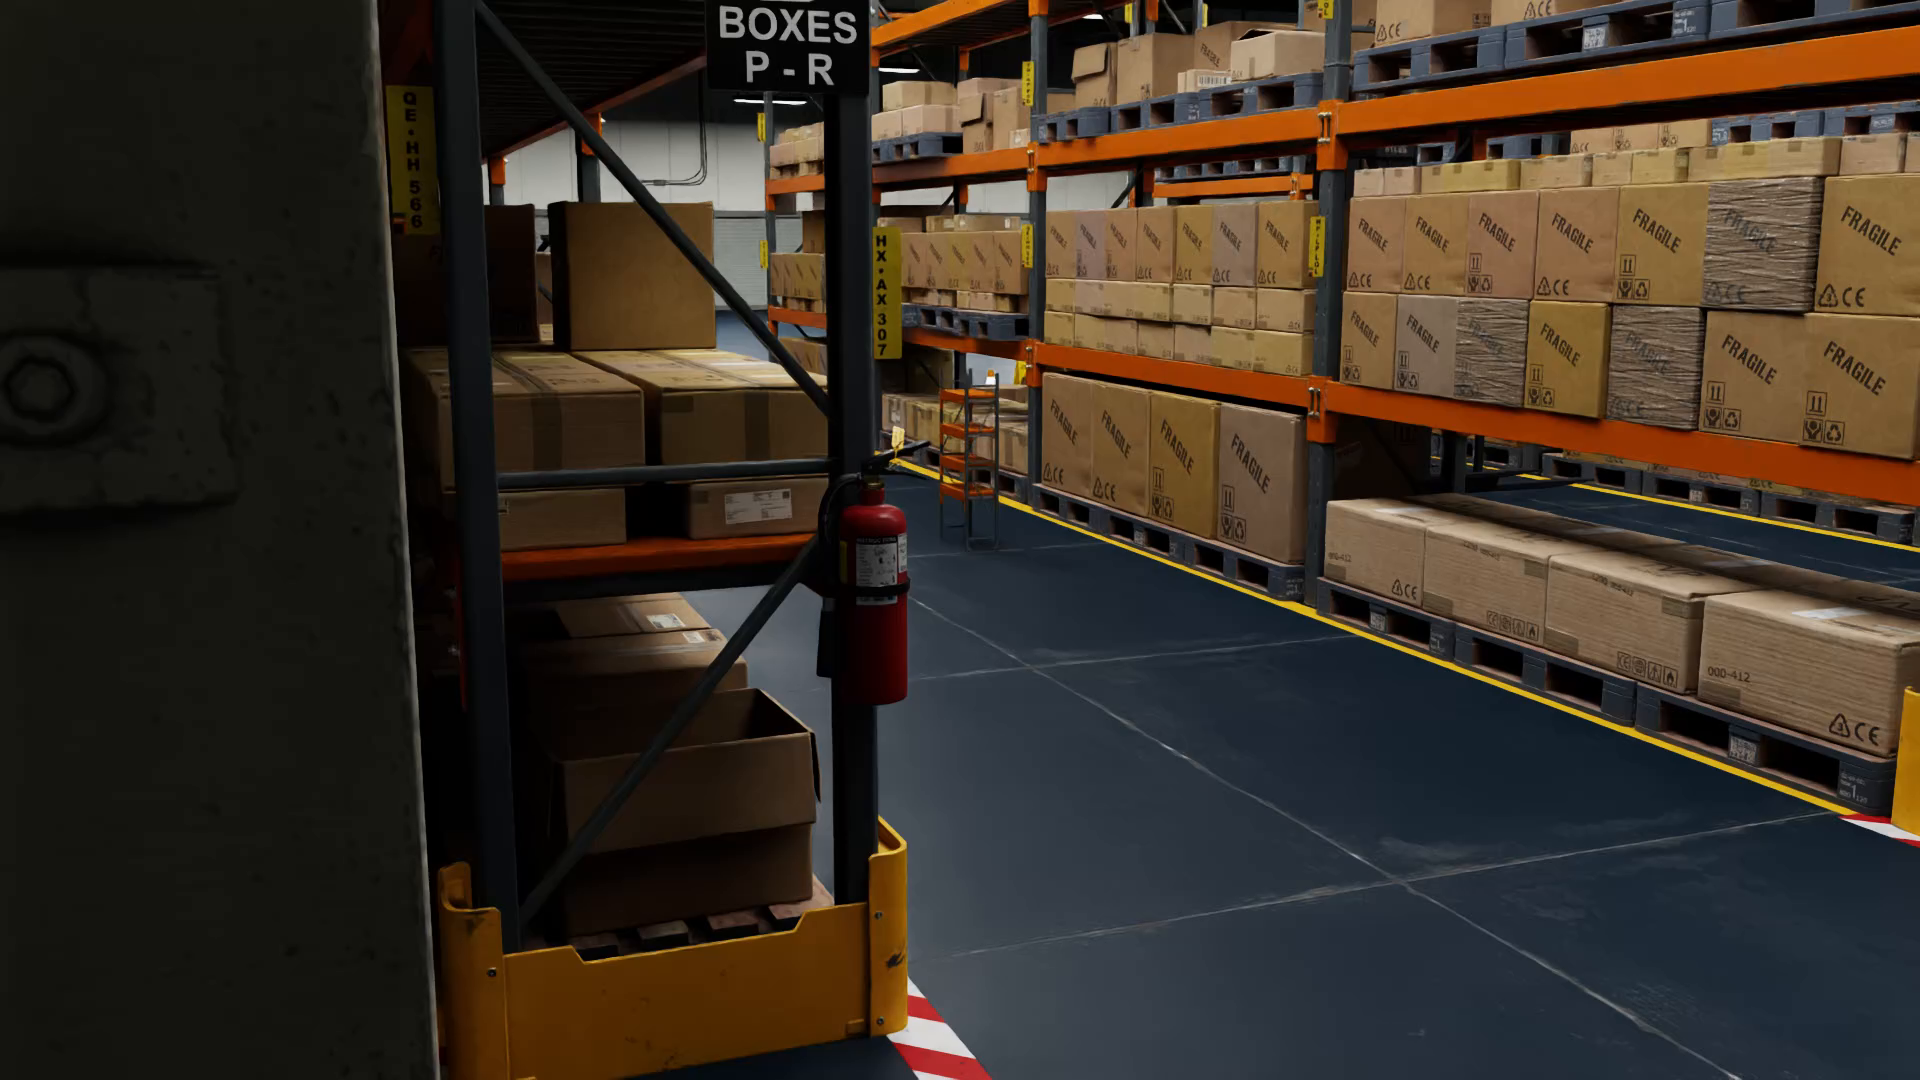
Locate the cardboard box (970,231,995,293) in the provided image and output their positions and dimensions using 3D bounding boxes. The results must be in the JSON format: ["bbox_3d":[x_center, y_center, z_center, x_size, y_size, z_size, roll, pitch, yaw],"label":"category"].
[{"bbox_3d":[0.405,-2.319,13.866,0.500,0.500,0.500,-4,11,-22],"label":"cardboard box"}]

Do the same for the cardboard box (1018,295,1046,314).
[{"bbox_3d":[0.688,-1.898,13.351,0.380,0.149,0.250,-3,11,-19],"label":"cardboard box"}]

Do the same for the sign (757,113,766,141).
[{"bbox_3d":[-2.379,-4.955,19.957,0.100,0.325,0.005,-4,11,-21],"label":"sign"}]

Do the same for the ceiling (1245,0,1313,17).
[{"bbox_3d":[12.476,-15.820,49.271,6.000,0.001,6.000,-4,11,-21],"label":"ceiling"}]

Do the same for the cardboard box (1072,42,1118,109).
[{"bbox_3d":[1.303,-3.459,12.548,0.797,0.503,0.637,-5,11,-24],"label":"cardboard box"}]

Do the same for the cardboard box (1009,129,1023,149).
[{"bbox_3d":[0.619,-3.208,13.348,0.380,0.149,0.250,-4,11,-21],"label":"cardboard box"}]

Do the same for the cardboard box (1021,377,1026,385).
[{"bbox_3d":[1.123,-1.727,20.000,0.637,0.503,0.797,5,11,28],"label":"cardboard box"}]

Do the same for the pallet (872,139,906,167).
[{"bbox_3d":[-0.299,-3.706,15.969,1.213,0.211,1.003,-4,11,-21],"label":"pallet"}]

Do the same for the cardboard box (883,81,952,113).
[{"bbox_3d":[-0.395,-4.084,15.356,0.500,0.250,0.500,-4,11,-22],"label":"cardboard box"}]

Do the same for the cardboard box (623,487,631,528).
[{"bbox_3d":[-1.105,-0.114,4.519,0.380,0.149,0.250,-4,11,-19],"label":"cardboard box"}]

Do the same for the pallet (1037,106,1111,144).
[{"bbox_3d":[1.309,-3.059,12.331,1.213,0.211,1.003,-3,11,-18],"label":"pallet"}]

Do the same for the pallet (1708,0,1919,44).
[{"bbox_3d":[3.647,-2.024,6.230,1.003,0.211,1.213,-4,11,-21],"label":"pallet"}]

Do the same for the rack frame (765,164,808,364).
[{"bbox_3d":[-1.873,-3.082,20.490,1.000,3.000,0.127,-4,11,-21],"label":"rack frame"}]

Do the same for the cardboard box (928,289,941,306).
[{"bbox_3d":[-0.071,-2.188,14.979,0.380,0.149,0.250,-3,11,-19],"label":"cardboard box"}]

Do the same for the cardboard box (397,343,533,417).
[{"bbox_3d":[-1.848,-0.617,6.209,0.500,0.250,0.500,-4,11,-20],"label":"cardboard box"}]

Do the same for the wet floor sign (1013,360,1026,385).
[{"bbox_3d":[0.848,-2.133,21.875,0.267,0.644,0.232,-6,12,-31],"label":"wet floor sign"}]

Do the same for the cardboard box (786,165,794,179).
[{"bbox_3d":[-1.813,-4.278,19.365,0.380,0.149,0.250,-4,11,-19],"label":"cardboard box"}]

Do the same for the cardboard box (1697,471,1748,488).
[{"bbox_3d":[6.182,-0.703,13.052,0.500,0.500,0.500,-4,11,-22],"label":"cardboard box"}]

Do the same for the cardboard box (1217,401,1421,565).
[{"bbox_3d":[2.176,-0.381,10.168,0.875,0.875,0.875,-4,11,-19],"label":"cardboard box"}]

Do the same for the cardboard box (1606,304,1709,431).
[{"bbox_3d":[3.140,-0.748,7.082,0.500,0.500,0.500,-4,11,-19],"label":"cardboard box"}]

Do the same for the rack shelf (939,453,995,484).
[{"bbox_3d":[0.060,-0.497,11.481,0.258,0.148,0.480,-4,11,-21],"label":"rack shelf"}]

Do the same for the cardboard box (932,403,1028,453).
[{"bbox_3d":[0.286,-1.027,15.237,0.950,0.372,0.625,-4,11,-19],"label":"cardboard box"}]

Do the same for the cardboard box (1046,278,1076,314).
[{"bbox_3d":[0.980,-1.851,12.565,0.500,0.250,0.500,-4,11,-21],"label":"cardboard box"}]

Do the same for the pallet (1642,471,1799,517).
[{"bbox_3d":[6.323,-0.408,13.417,1.003,0.211,1.213,-4,11,-21],"label":"pallet"}]

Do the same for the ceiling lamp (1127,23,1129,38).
[{"bbox_3d":[4.639,-12.421,39.192,2.000,3.185,0.800,-4,11,-21],"label":"ceiling lamp"}]

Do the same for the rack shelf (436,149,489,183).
[{"bbox_3d":[-4.324,-2.910,13.010,1.077,0.370,4.000,-4,11,-21],"label":"rack shelf"}]

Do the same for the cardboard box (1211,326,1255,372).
[{"bbox_3d":[1.895,-1.190,10.281,0.500,0.250,0.500,-4,11,-22],"label":"cardboard box"}]

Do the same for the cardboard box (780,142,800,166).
[{"bbox_3d":[-1.765,-4.450,19.192,0.500,0.250,0.500,-4,11,-22],"label":"cardboard box"}]

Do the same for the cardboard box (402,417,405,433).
[{"bbox_3d":[-2.104,-0.529,6.850,0.380,0.149,0.250,-4,11,-20],"label":"cardboard box"}]

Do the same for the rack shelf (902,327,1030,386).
[{"bbox_3d":[0.301,-1.749,15.047,1.077,0.370,4.000,-4,11,-21],"label":"rack shelf"}]

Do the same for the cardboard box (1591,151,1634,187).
[{"bbox_3d":[3.017,-1.626,7.312,0.380,0.149,0.250,-4,11,-19],"label":"cardboard box"}]

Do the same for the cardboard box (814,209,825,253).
[{"bbox_3d":[-1.308,-3.618,19.510,0.700,0.500,0.500,-4,11,-20],"label":"cardboard box"}]

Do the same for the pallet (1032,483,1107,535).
[{"bbox_3d":[1.242,-0.270,12.643,1.003,0.211,1.213,-4,11,-21],"label":"pallet"}]

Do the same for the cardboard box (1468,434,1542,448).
[{"bbox_3d":[5.466,-1.312,15.759,1.050,0.750,0.750,-4,11,-22],"label":"cardboard box"}]

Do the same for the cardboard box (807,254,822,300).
[{"bbox_3d":[-1.391,-2.933,18.517,0.500,0.500,0.500,-4,11,-22],"label":"cardboard box"}]

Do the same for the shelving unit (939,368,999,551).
[{"bbox_3d":[0.060,-0.564,11.469,0.258,1.200,0.503,-4,11,-21],"label":"shelving unit"}]

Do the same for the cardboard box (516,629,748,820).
[{"bbox_3d":[-1.107,0.621,5.609,0.700,0.500,0.500,-3,11,-19],"label":"cardboard box"}]

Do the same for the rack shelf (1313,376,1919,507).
[{"bbox_3d":[3.200,-0.443,7.706,1.077,0.370,4.000,-4,11,-21],"label":"rack shelf"}]

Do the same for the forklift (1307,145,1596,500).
[{"bbox_3d":[3.492,-1.667,12.727,3.031,2.935,1.130,-4,11,-20],"label":"forklift"}]

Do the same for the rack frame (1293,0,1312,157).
[{"bbox_3d":[4.154,-5.714,18.153,1.000,3.000,0.127,-4,11,-21],"label":"rack frame"}]

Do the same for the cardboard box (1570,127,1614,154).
[{"bbox_3d":[5.562,-3.523,14.117,0.500,0.500,0.500,-4,11,-21],"label":"cardboard box"}]

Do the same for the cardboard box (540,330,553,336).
[{"bbox_3d":[-1.542,-0.732,6.856,0.500,0.250,0.500,-4,11,-21],"label":"cardboard box"}]

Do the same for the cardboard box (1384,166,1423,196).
[{"bbox_3d":[2.456,-1.876,8.714,0.380,0.149,0.250,-4,11,-20],"label":"cardboard box"}]

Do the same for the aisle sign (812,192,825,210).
[{"bbox_3d":[-1.625,-4.391,20.423,0.394,0.787,0.004,-4,11,-21],"label":"aisle sign"}]

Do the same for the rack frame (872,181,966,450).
[{"bbox_3d":[-0.423,-2.430,16.820,1.000,3.000,0.127,-4,11,-21],"label":"rack frame"}]

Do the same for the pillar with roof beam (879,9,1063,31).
[{"bbox_3d":[-0.064,-15.948,50.846,6.894,0.400,0.400,-4,11,-21],"label":"pillar with roof beam"}]

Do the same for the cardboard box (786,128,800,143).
[{"bbox_3d":[-1.773,-4.627,19.047,0.380,0.149,0.250,-4,11,-21],"label":"cardboard box"}]

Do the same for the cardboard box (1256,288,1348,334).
[{"bbox_3d":[2.089,-1.353,9.766,0.500,0.250,0.500,-4,11,-21],"label":"cardboard box"}]

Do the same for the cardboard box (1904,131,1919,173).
[{"bbox_3d":[3.608,-1.378,5.913,0.380,0.149,0.250,-4,11,-20],"label":"cardboard box"}]

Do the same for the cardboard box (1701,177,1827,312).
[{"bbox_3d":[3.312,-1.159,6.538,0.500,0.500,0.500,-4,11,-21],"label":"cardboard box"}]

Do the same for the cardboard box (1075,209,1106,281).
[{"bbox_3d":[1.166,-2.142,12.061,0.500,0.500,0.500,-4,11,-21],"label":"cardboard box"}]

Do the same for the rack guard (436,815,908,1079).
[{"bbox_3d":[-0.727,1.063,4.322,1.175,0.500,0.348,-4,11,-21],"label":"rack guard"}]

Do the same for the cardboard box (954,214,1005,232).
[{"bbox_3d":[0.170,-2.748,14.421,0.380,0.149,0.250,-4,11,-24],"label":"cardboard box"}]

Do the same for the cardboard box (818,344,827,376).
[{"bbox_3d":[-1.260,-1.897,18.339,0.500,0.500,0.500,-3,11,-18],"label":"cardboard box"}]

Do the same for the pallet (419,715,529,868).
[{"bbox_3d":[-1.455,0.877,6.197,1.003,0.211,1.213,-4,11,-21],"label":"pallet"}]

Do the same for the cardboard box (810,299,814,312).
[{"bbox_3d":[-1.491,-2.678,18.932,0.380,0.149,0.250,-4,11,-19],"label":"cardboard box"}]
